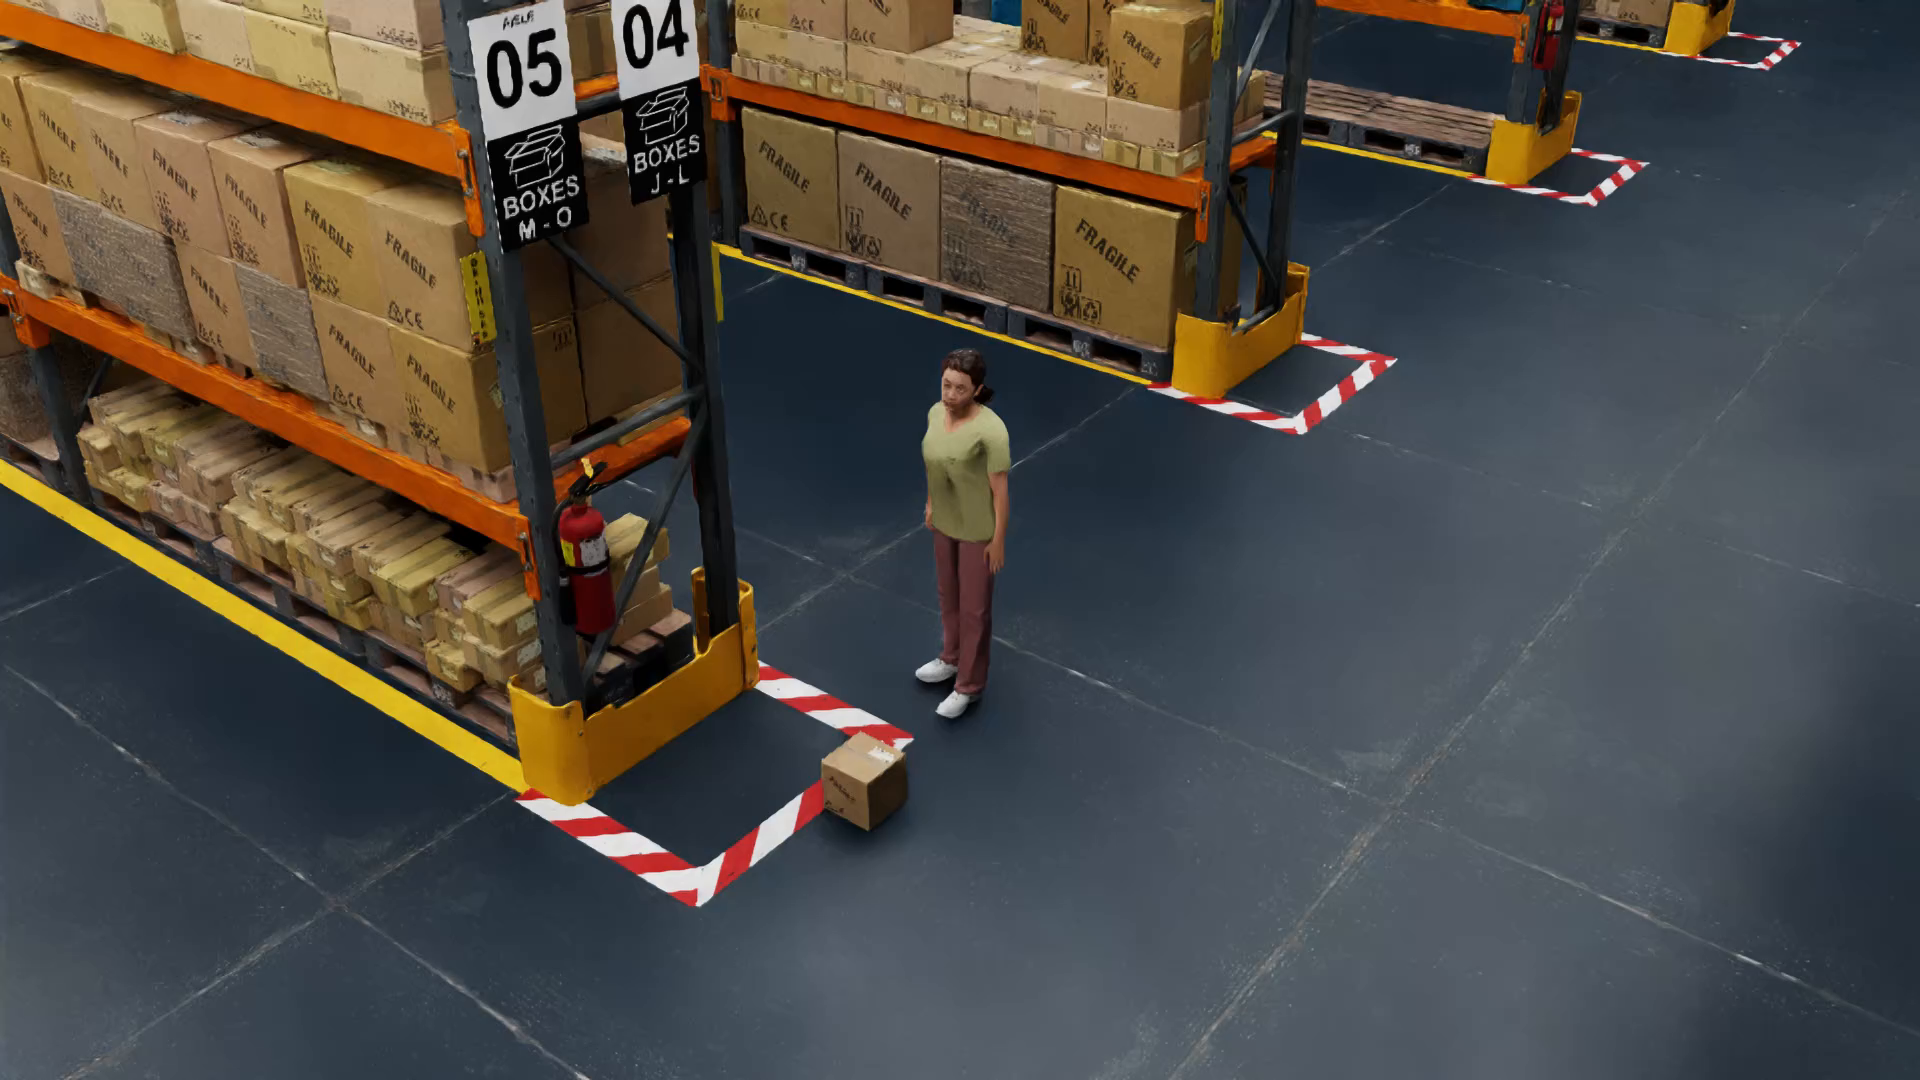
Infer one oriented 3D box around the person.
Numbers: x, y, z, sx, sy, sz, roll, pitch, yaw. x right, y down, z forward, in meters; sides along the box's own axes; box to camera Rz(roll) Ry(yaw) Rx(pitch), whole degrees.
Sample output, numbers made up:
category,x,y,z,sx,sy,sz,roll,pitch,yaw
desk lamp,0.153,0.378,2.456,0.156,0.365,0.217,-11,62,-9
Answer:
category,x,y,z,sx,sy,sz,roll,pitch,yaw
person,-0.039,0.072,7.220,0.540,1.427,0.456,27,40,37
